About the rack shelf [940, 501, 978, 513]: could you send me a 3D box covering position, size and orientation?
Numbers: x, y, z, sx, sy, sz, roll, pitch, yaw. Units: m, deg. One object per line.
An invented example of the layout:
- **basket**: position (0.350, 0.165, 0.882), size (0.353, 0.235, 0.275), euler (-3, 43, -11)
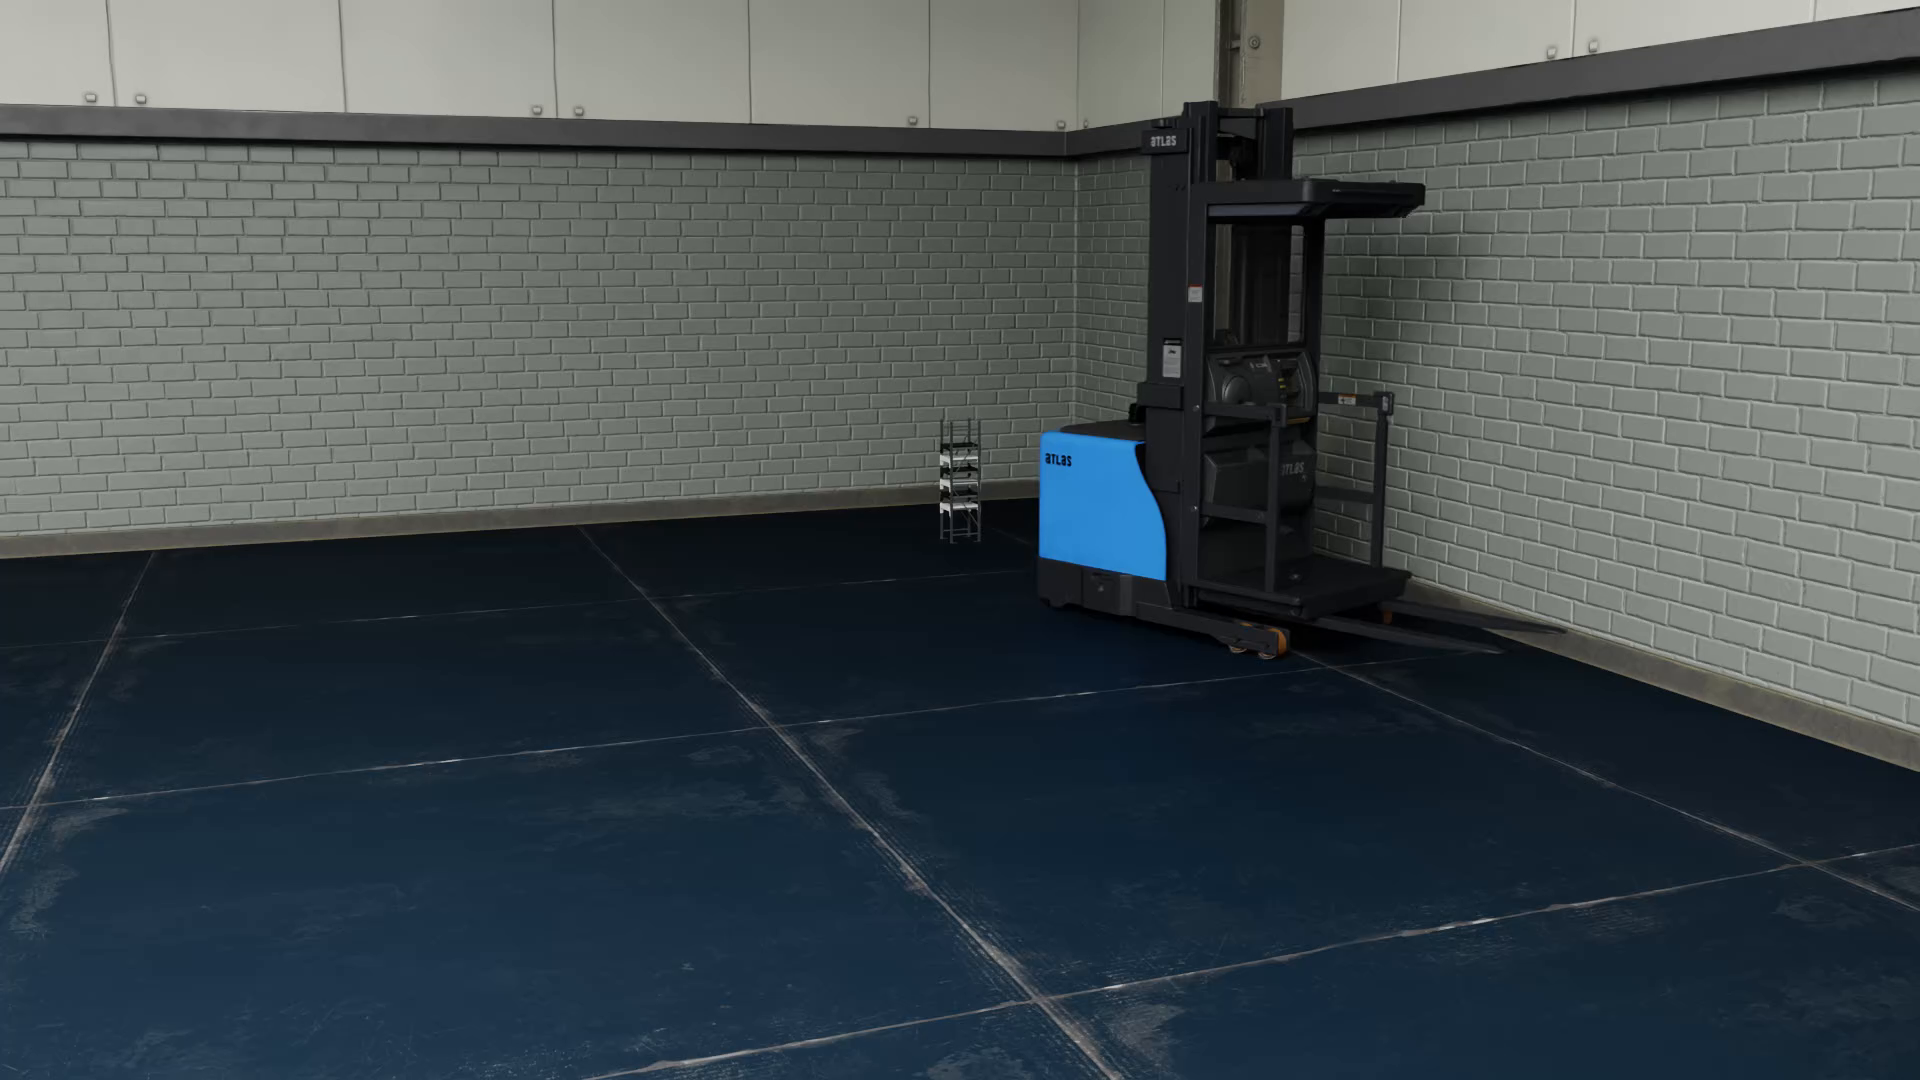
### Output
- **rack shelf**: position (0.003, -0.232, 12.371), size (0.258, 0.077, 0.200), euler (-4, 11, -21)

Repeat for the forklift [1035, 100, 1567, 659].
- **forklift**: position (1.832, -0.909, 9.158), size (1.130, 2.935, 3.031), euler (-9, 14, -42)

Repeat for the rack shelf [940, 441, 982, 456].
- **rack shelf**: position (0.003, -0.675, 12.292), size (0.258, 0.077, 0.200), euler (-4, 11, -21)

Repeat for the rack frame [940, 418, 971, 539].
- **rack frame**: position (-0.034, -0.458, 12.427), size (0.240, 0.900, 0.006), euler (-4, 11, -21)

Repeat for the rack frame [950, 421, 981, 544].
- **rack frame**: position (0.040, -0.425, 12.241), size (0.240, 0.900, 0.006), euler (-4, 11, -21)

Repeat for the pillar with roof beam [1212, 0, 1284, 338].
- **pillar with roof beam**: position (-2.061, -4.057, 9.532), size (9.100, 9.000, 0.400), euler (-4, 11, -21)

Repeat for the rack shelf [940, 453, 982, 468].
- **rack shelf**: position (0.003, -0.586, 12.308), size (0.258, 0.077, 0.200), euler (-4, 11, -21)

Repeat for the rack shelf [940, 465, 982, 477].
- **rack shelf**: position (0.003, -0.498, 12.324), size (0.258, 0.077, 0.200), euler (-4, 11, -21)

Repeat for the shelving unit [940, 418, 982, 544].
- **shelving unit**: position (0.003, -0.442, 12.334), size (0.258, 0.900, 0.210), euler (-4, 11, -21)

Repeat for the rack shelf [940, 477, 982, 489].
- **rack shelf**: position (0.003, -0.409, 12.340), size (0.258, 0.077, 0.200), euler (-4, 11, -21)

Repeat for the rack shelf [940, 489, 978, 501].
- **rack shelf**: position (0.003, -0.320, 12.355), size (0.258, 0.077, 0.200), euler (-4, 11, -21)
